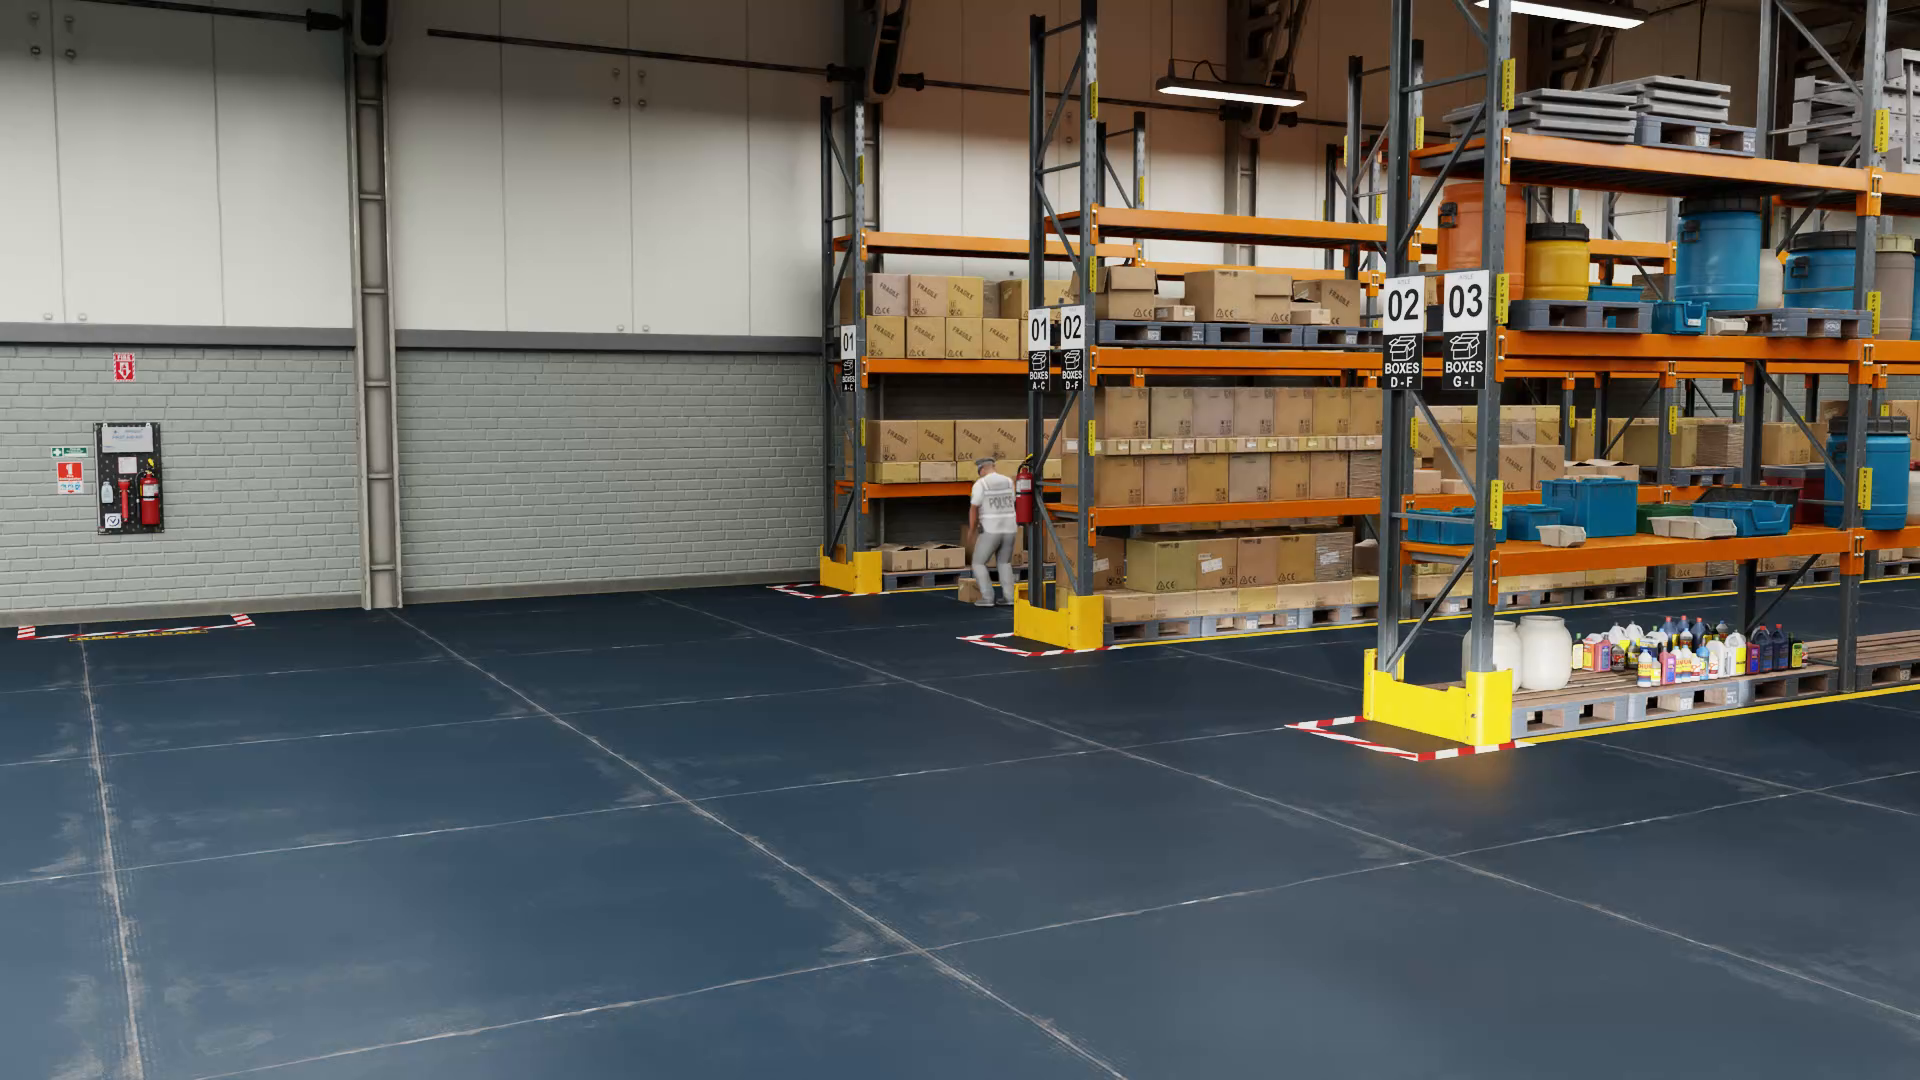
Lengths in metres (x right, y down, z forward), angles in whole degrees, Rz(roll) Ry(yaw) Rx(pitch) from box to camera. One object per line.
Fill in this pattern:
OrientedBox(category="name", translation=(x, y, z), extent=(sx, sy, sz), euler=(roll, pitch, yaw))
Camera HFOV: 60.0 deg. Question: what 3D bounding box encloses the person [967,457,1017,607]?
OrientedBox(category="person", translation=(0.362, -0.086, 18.703), extent=(0.564, 1.678, 0.539), euler=(-3, 6, -27))
